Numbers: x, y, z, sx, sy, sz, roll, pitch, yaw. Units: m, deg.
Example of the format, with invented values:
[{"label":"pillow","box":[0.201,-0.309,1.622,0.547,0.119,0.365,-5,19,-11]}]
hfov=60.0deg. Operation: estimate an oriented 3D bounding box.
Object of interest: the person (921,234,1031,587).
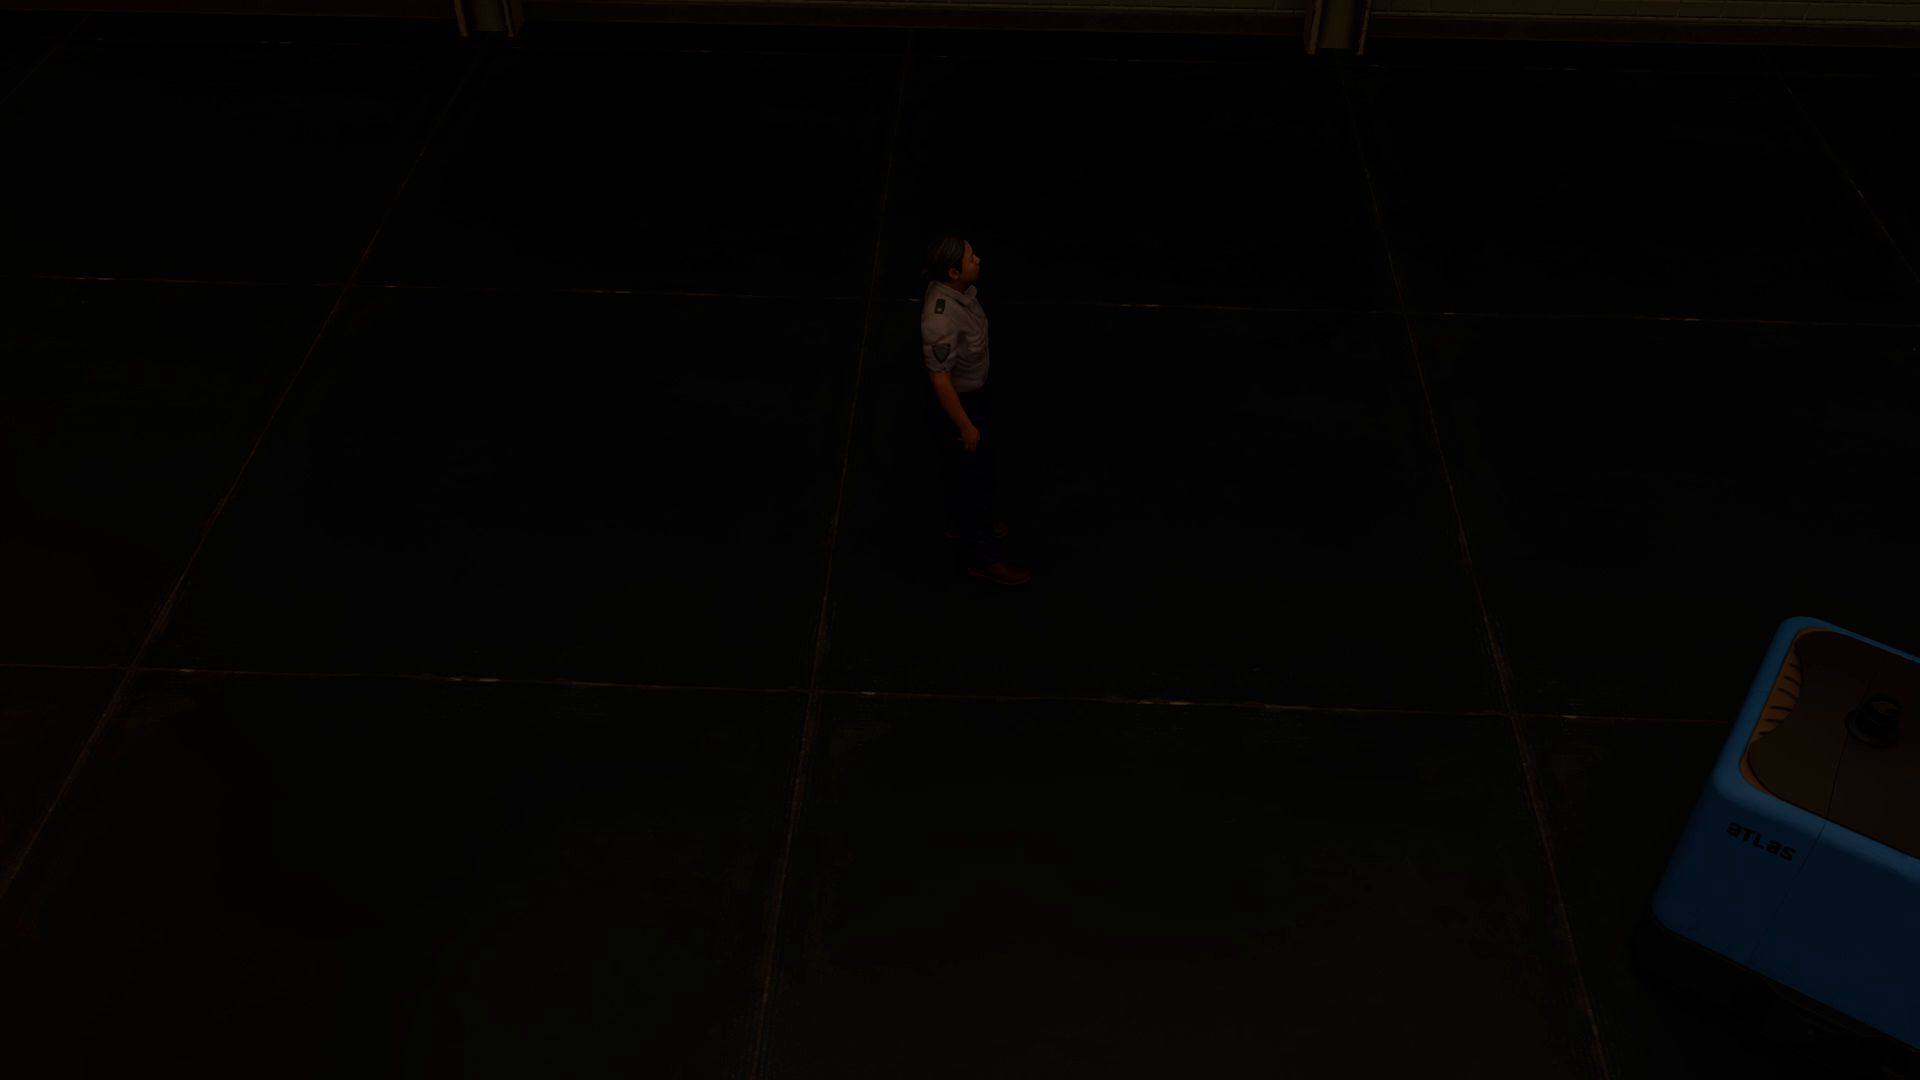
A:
[{"label":"person","box":[0.090,-0.596,7.335,0.501,1.651,0.598,2,42,2]}]

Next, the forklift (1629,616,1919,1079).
[{"label":"forklift","box":[3.982,0.793,4.873,3.031,2.935,1.130,25,48,25]}]
